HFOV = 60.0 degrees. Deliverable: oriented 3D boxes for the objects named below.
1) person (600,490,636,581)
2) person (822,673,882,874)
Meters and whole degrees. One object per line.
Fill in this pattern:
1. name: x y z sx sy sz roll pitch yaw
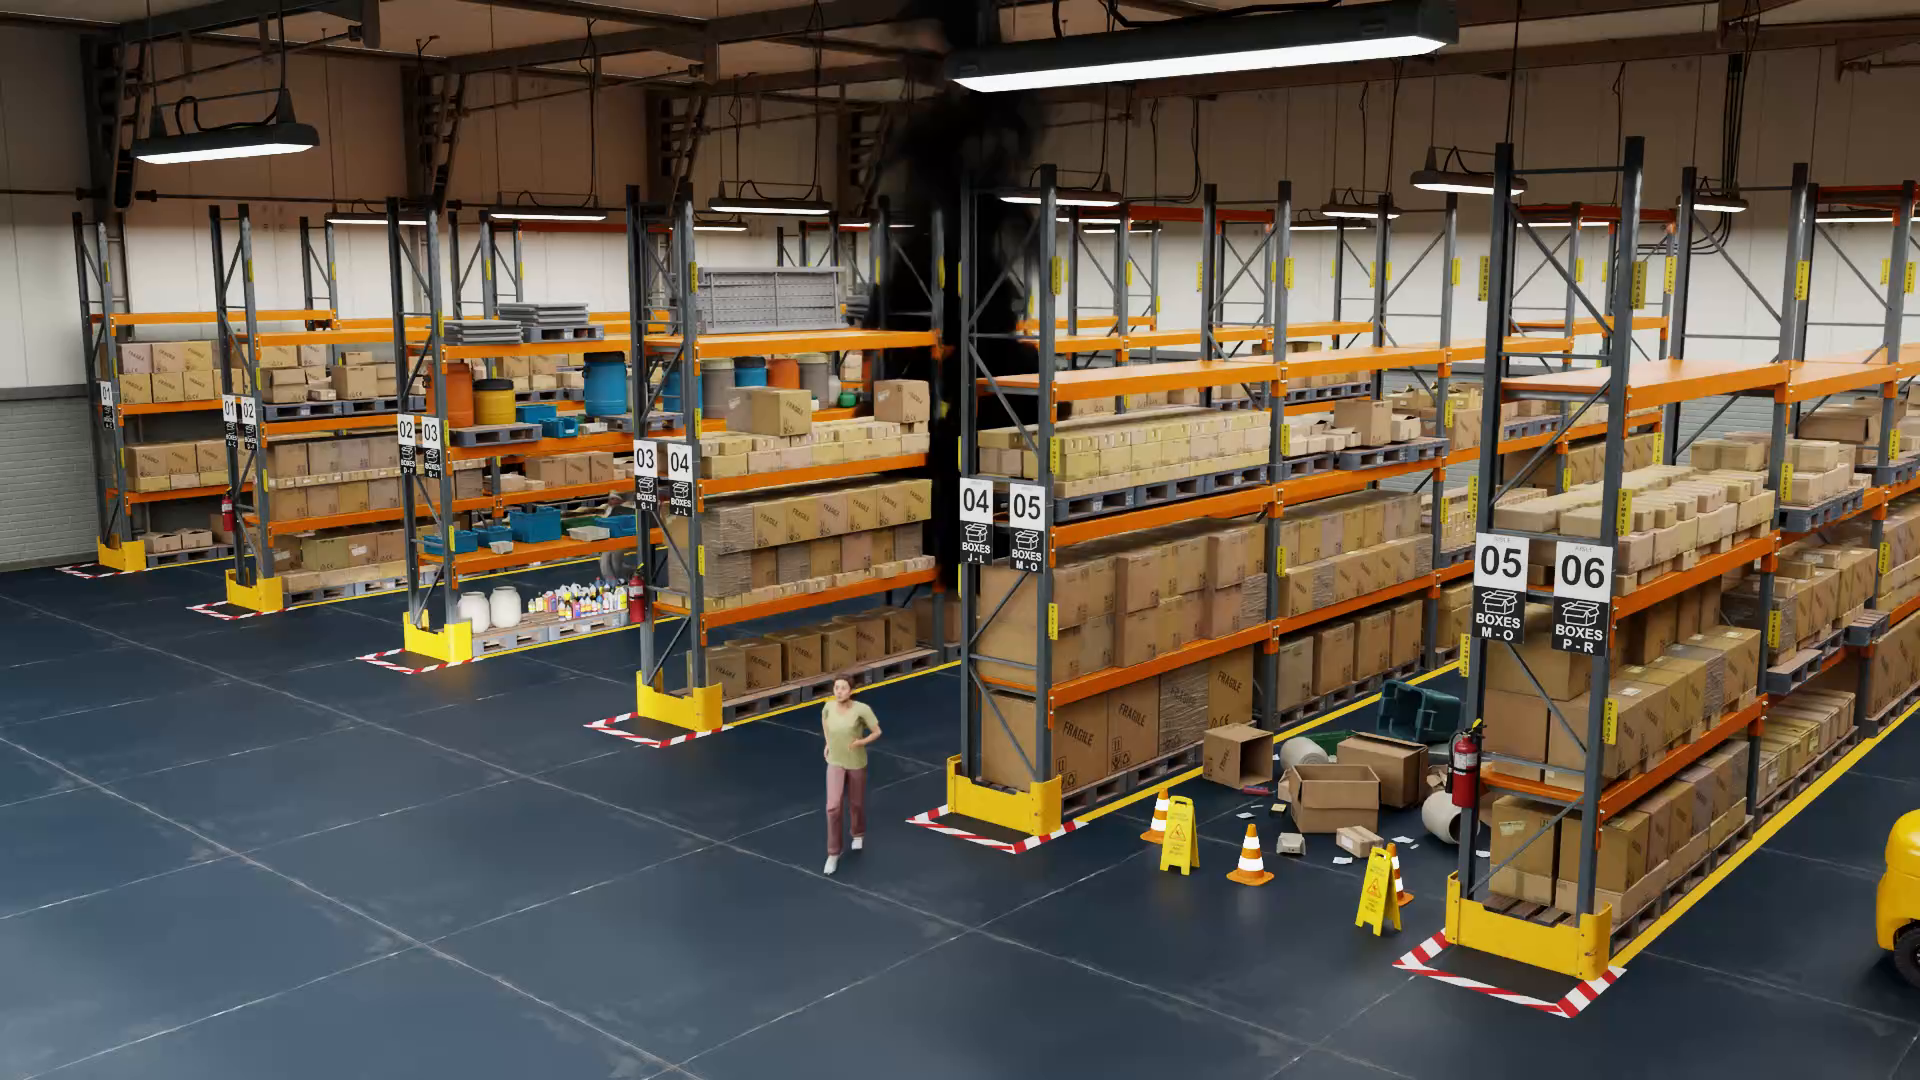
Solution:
1. person: -5.399 0.018 26.146 0.580 1.655 0.701 7 12 36
2. person: -0.943 1.973 14.408 0.569 1.719 0.748 1 10 8
